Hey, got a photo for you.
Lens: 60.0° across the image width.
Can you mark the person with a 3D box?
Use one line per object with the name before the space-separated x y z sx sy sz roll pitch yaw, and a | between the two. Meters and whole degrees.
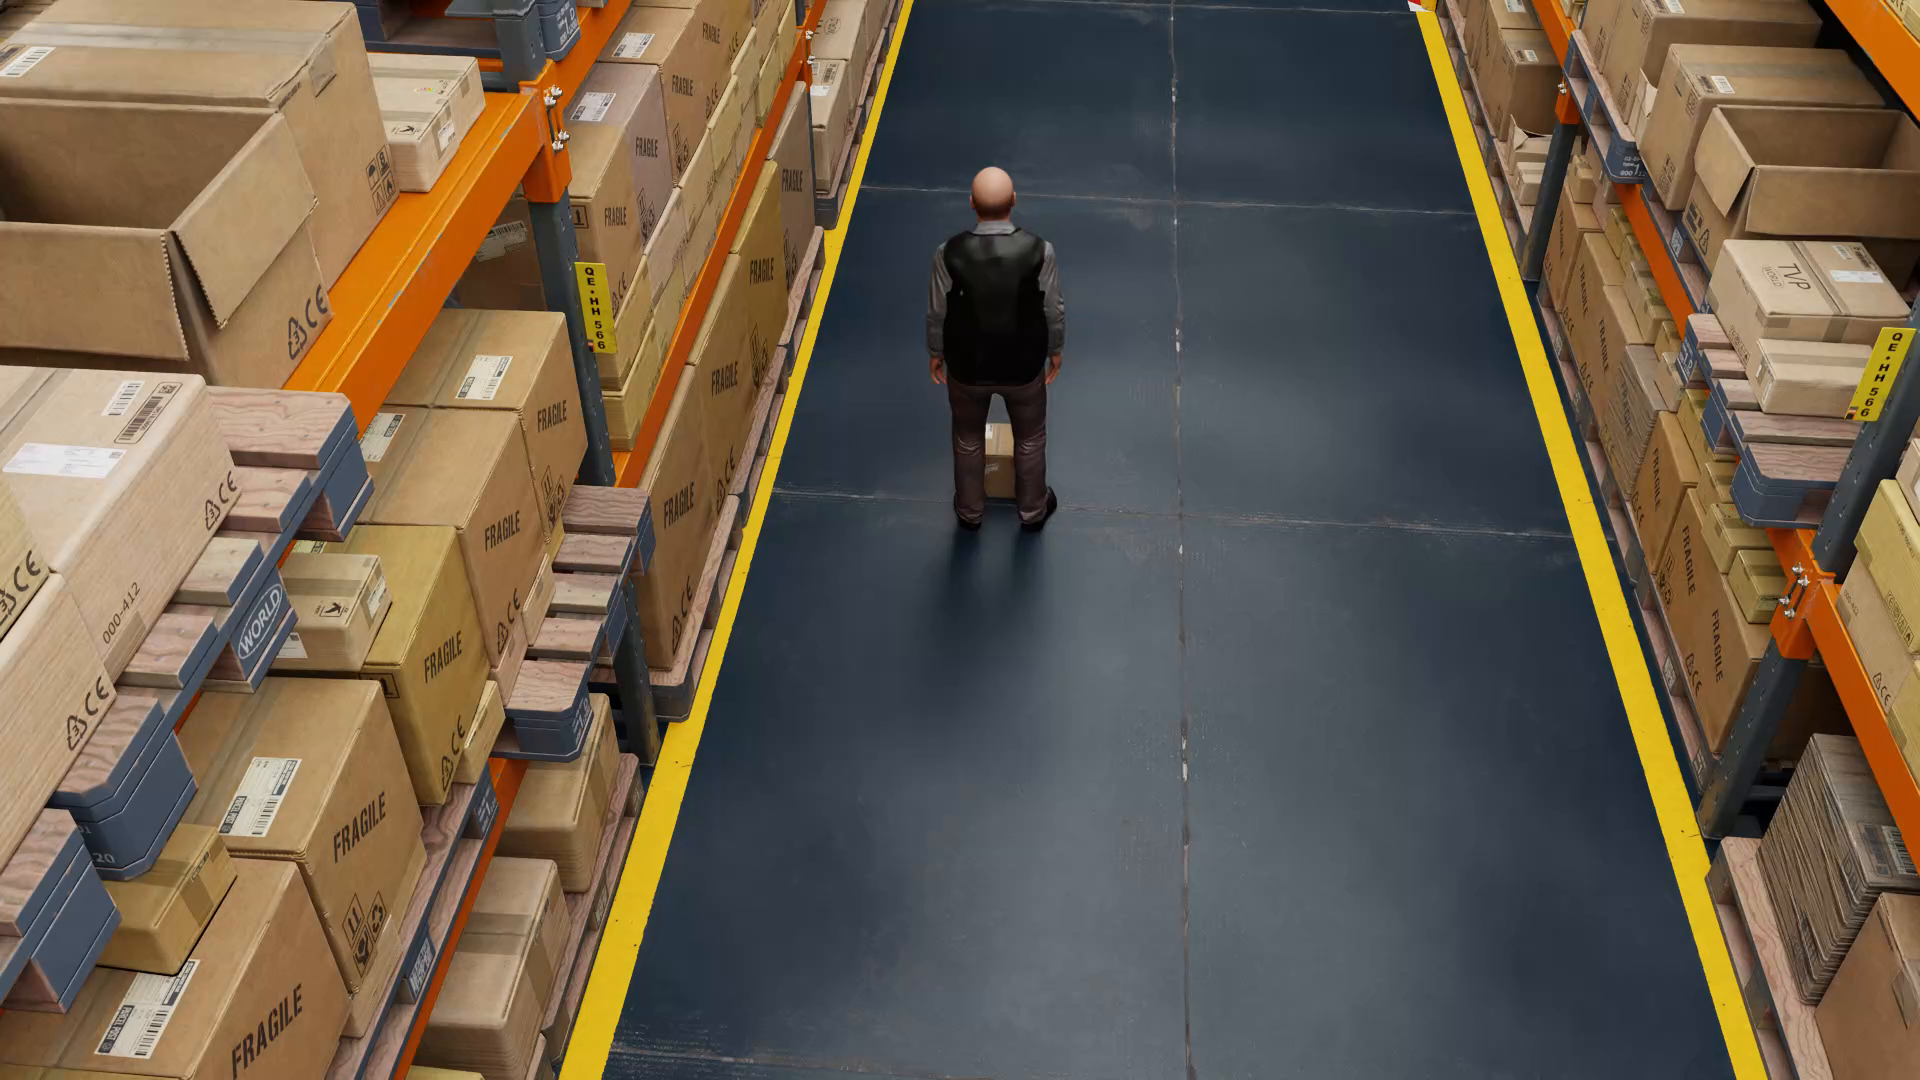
person | 0.152 -0.755 7.082 0.593 1.720 0.419 1 40 1
